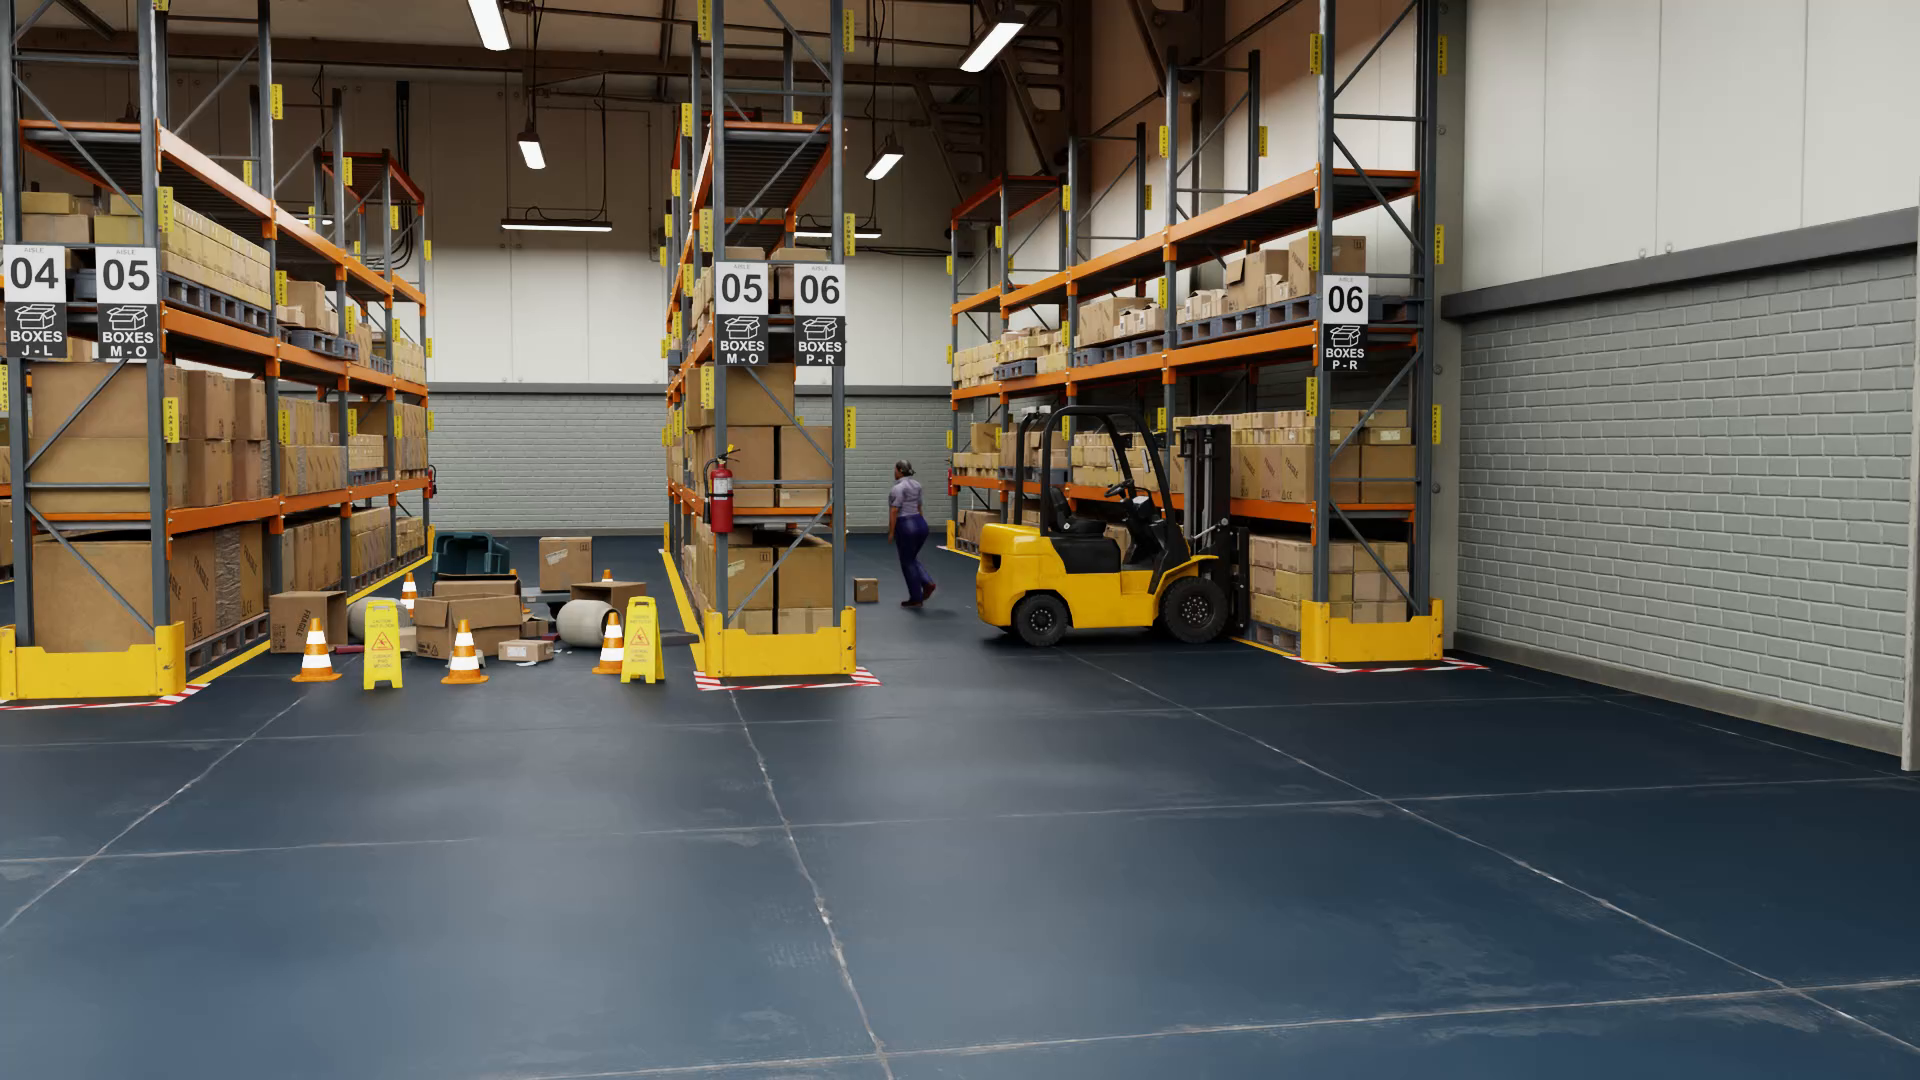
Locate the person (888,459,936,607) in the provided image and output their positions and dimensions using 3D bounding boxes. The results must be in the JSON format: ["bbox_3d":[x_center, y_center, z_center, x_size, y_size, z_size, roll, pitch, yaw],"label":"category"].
[{"bbox_3d":[-0.547,-0.078,18.471,0.477,1.638,0.576,2,4,35],"label":"person"}]
